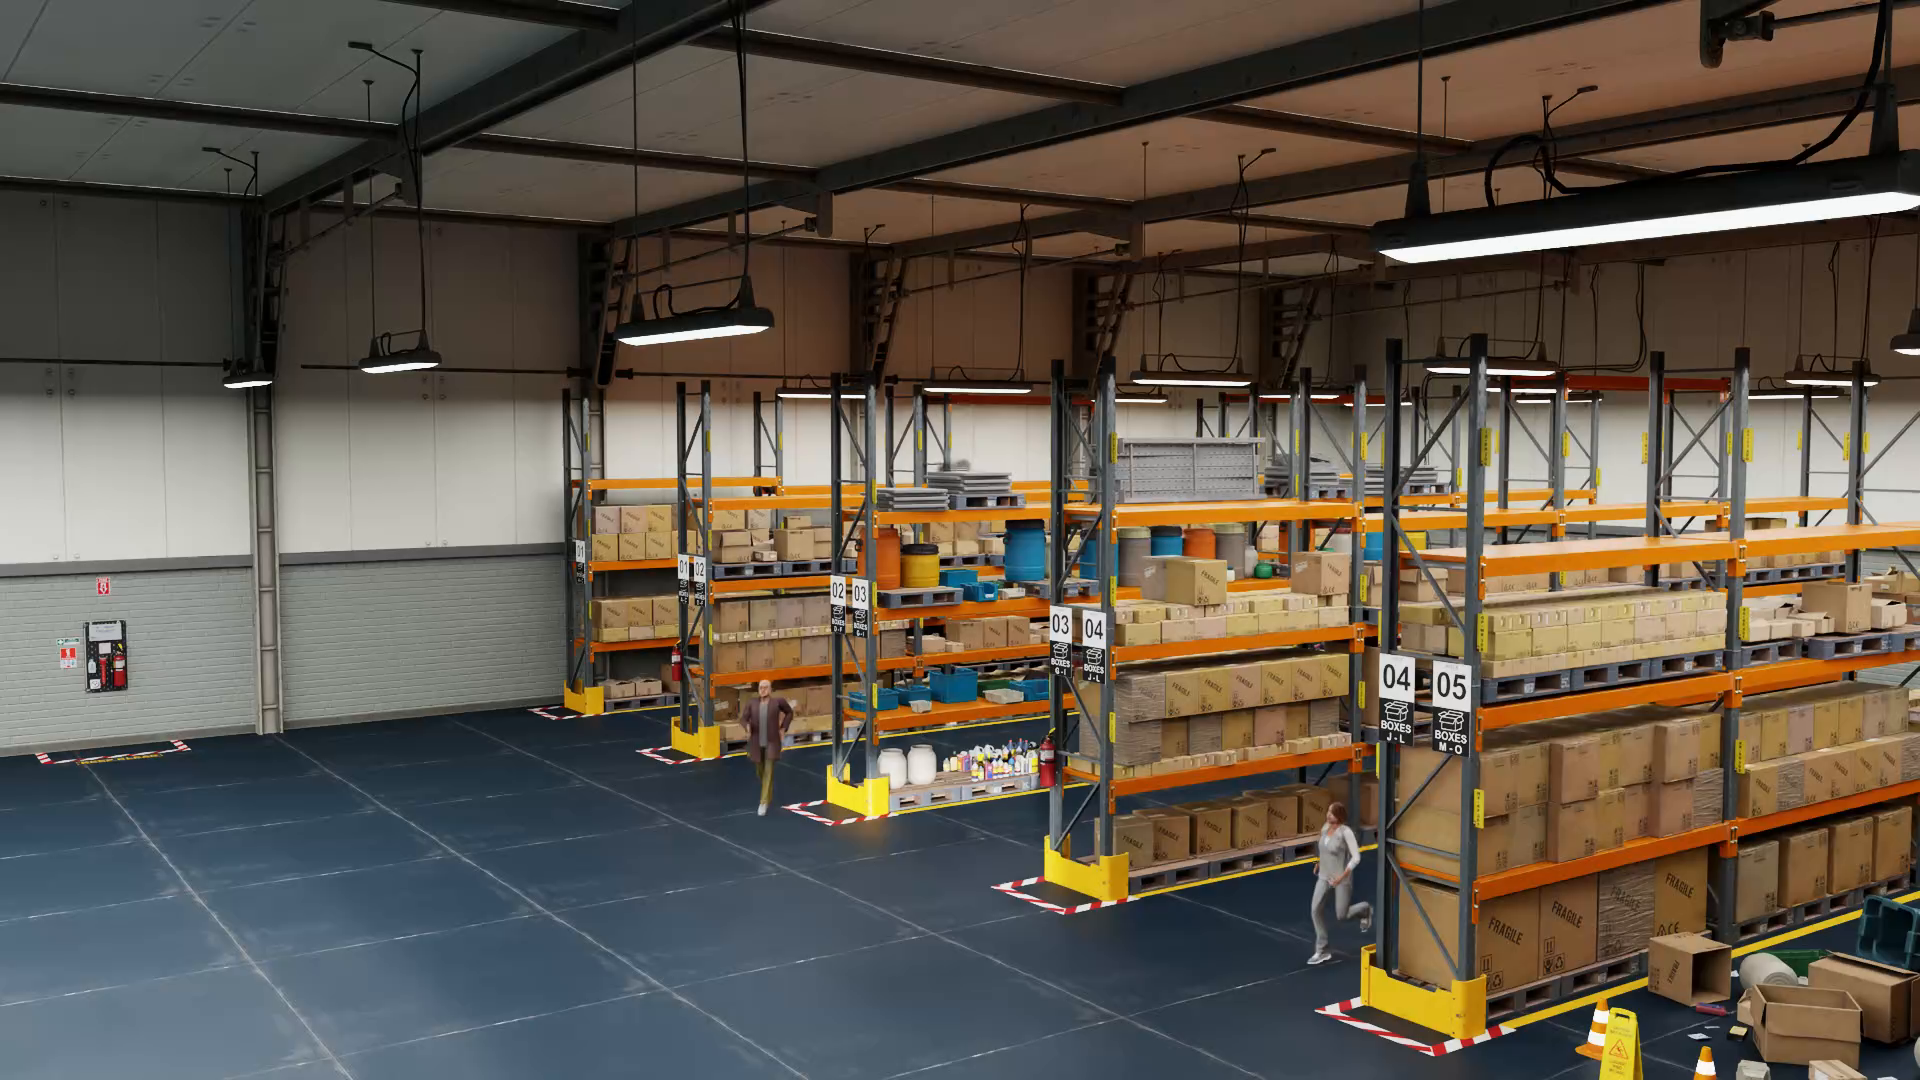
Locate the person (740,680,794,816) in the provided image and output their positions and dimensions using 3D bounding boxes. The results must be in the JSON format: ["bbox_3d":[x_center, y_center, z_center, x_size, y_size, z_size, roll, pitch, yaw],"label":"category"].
[{"bbox_3d":[-2.668,2.805,22.857,0.710,1.790,1.042,0,4,6],"label":"person"}]

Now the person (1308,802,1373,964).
[{"bbox_3d":[3.735,3.355,16.397,0.818,1.570,0.531,-3,5,-37],"label":"person"}]
